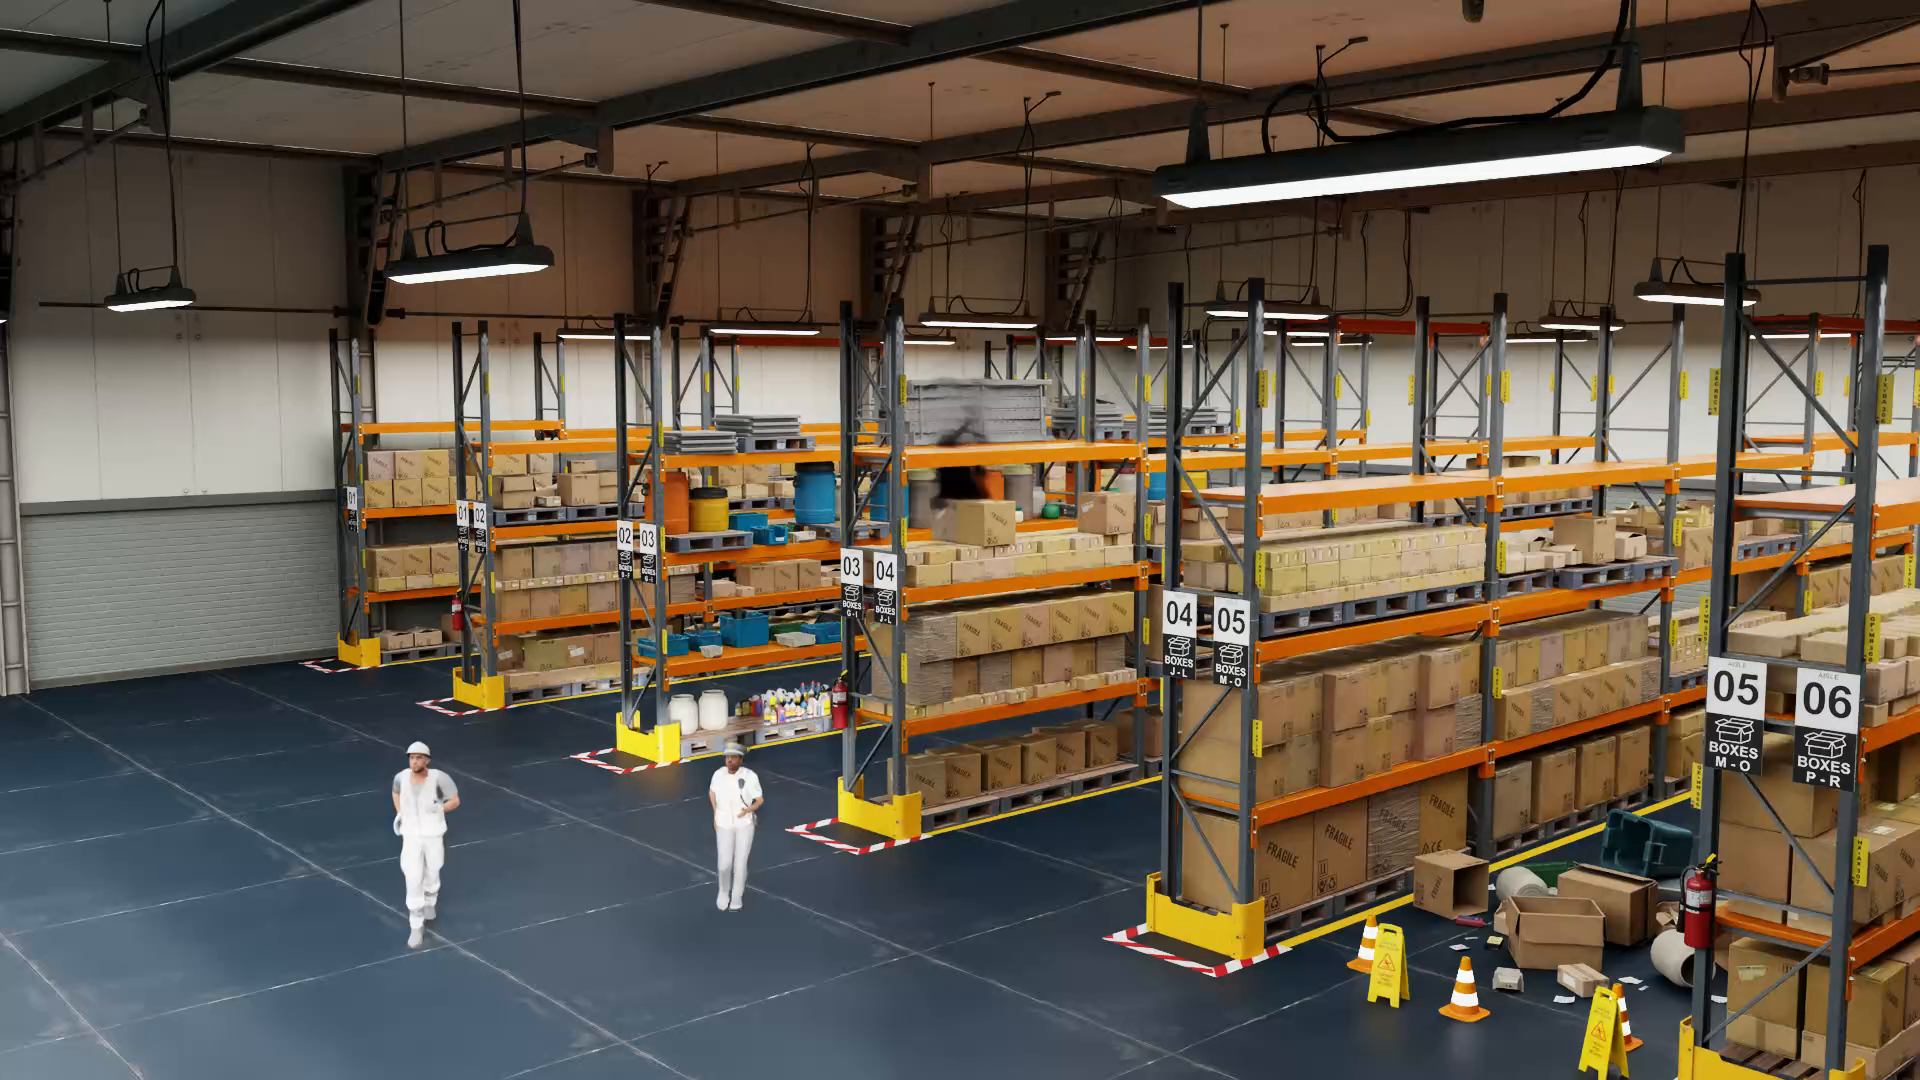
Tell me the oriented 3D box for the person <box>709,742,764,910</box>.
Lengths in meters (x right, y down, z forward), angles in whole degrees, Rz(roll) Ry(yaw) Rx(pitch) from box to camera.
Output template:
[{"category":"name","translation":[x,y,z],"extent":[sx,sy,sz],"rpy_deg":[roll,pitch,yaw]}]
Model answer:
[{"category":"person","translation":[-2.161,2.755,15.961],"extent":[0.555,1.675,0.624],"rpy_deg":[0,6,0]}]

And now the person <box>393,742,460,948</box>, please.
[{"category":"person","translation":[-4.939,2.759,15.395],"extent":[0.623,1.838,0.845],"rpy_deg":[-1,6,-12]}]
